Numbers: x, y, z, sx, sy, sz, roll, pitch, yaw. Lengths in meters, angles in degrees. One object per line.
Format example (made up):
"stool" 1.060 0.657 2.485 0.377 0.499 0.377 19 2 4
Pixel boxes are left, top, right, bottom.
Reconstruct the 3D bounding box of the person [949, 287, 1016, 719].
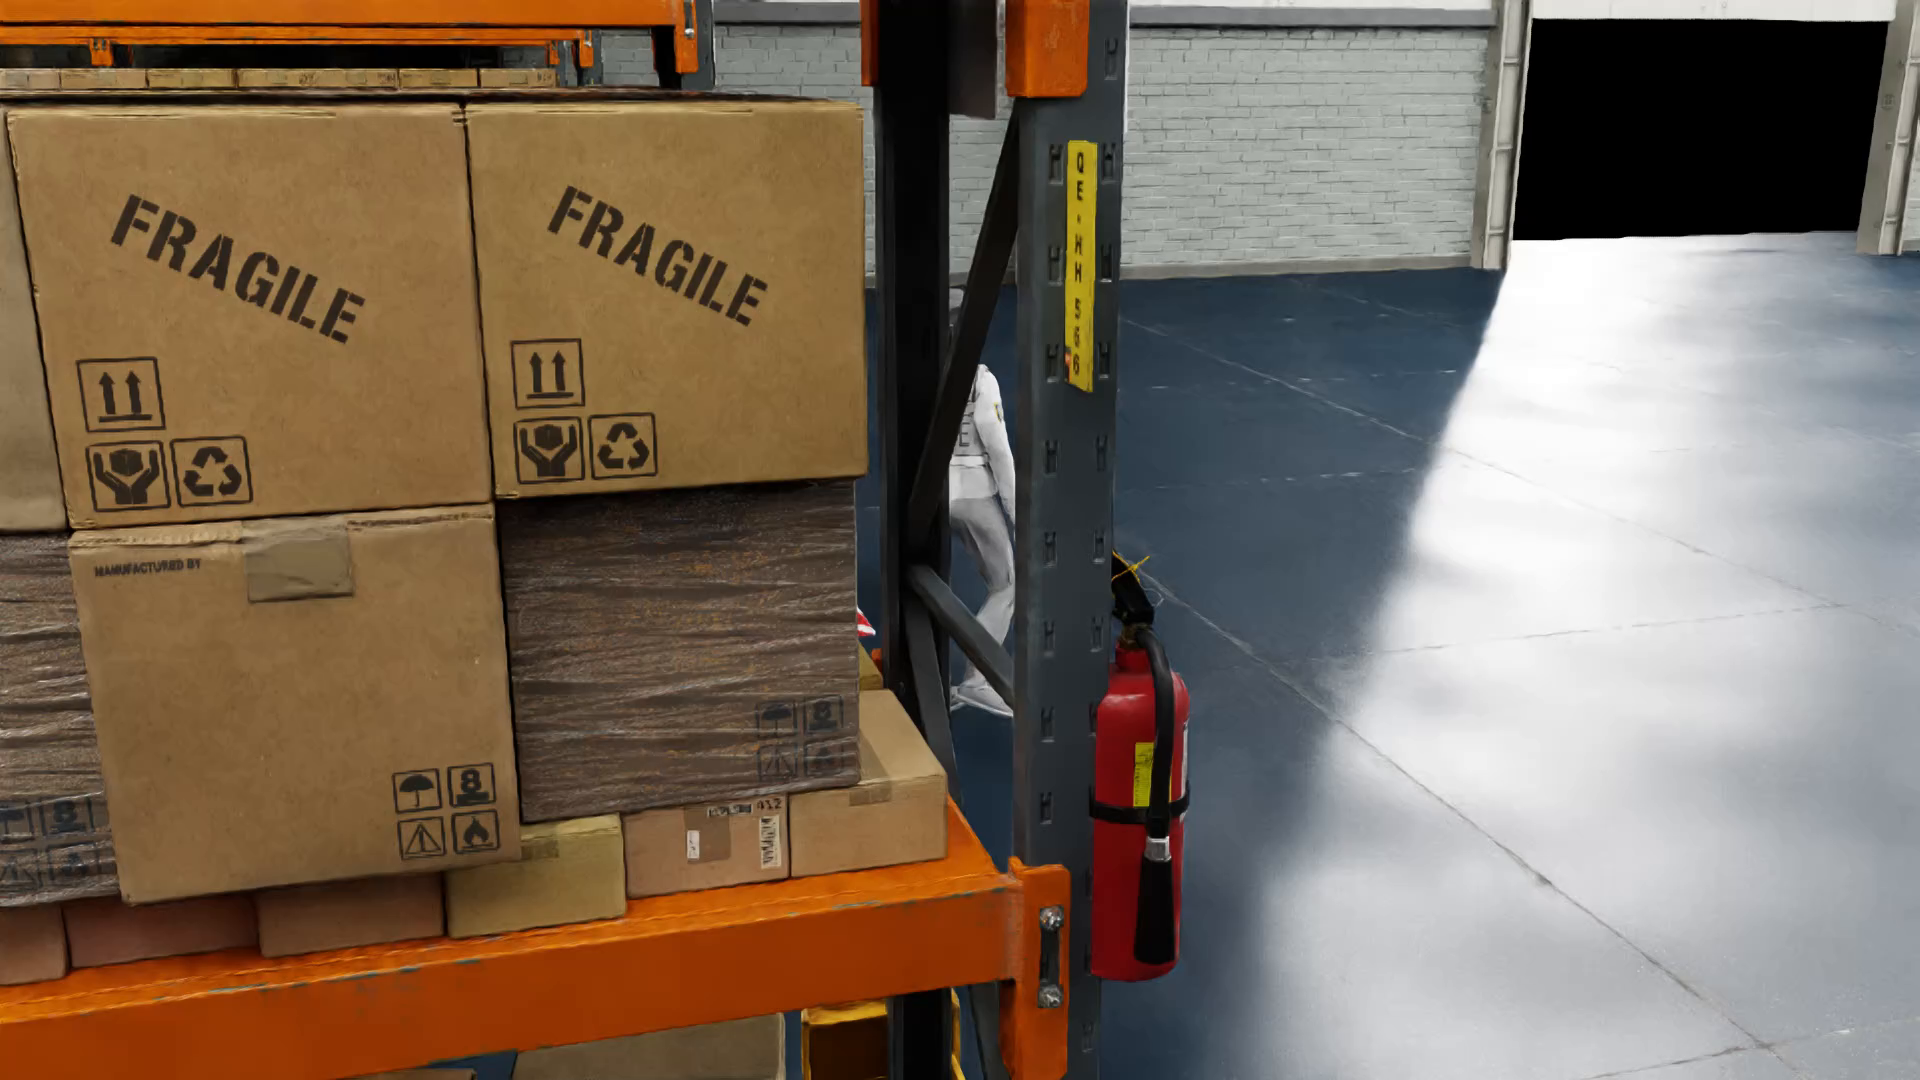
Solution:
"person" -0.008 -0.112 6.354 0.650 1.659 0.442 7 18 23
